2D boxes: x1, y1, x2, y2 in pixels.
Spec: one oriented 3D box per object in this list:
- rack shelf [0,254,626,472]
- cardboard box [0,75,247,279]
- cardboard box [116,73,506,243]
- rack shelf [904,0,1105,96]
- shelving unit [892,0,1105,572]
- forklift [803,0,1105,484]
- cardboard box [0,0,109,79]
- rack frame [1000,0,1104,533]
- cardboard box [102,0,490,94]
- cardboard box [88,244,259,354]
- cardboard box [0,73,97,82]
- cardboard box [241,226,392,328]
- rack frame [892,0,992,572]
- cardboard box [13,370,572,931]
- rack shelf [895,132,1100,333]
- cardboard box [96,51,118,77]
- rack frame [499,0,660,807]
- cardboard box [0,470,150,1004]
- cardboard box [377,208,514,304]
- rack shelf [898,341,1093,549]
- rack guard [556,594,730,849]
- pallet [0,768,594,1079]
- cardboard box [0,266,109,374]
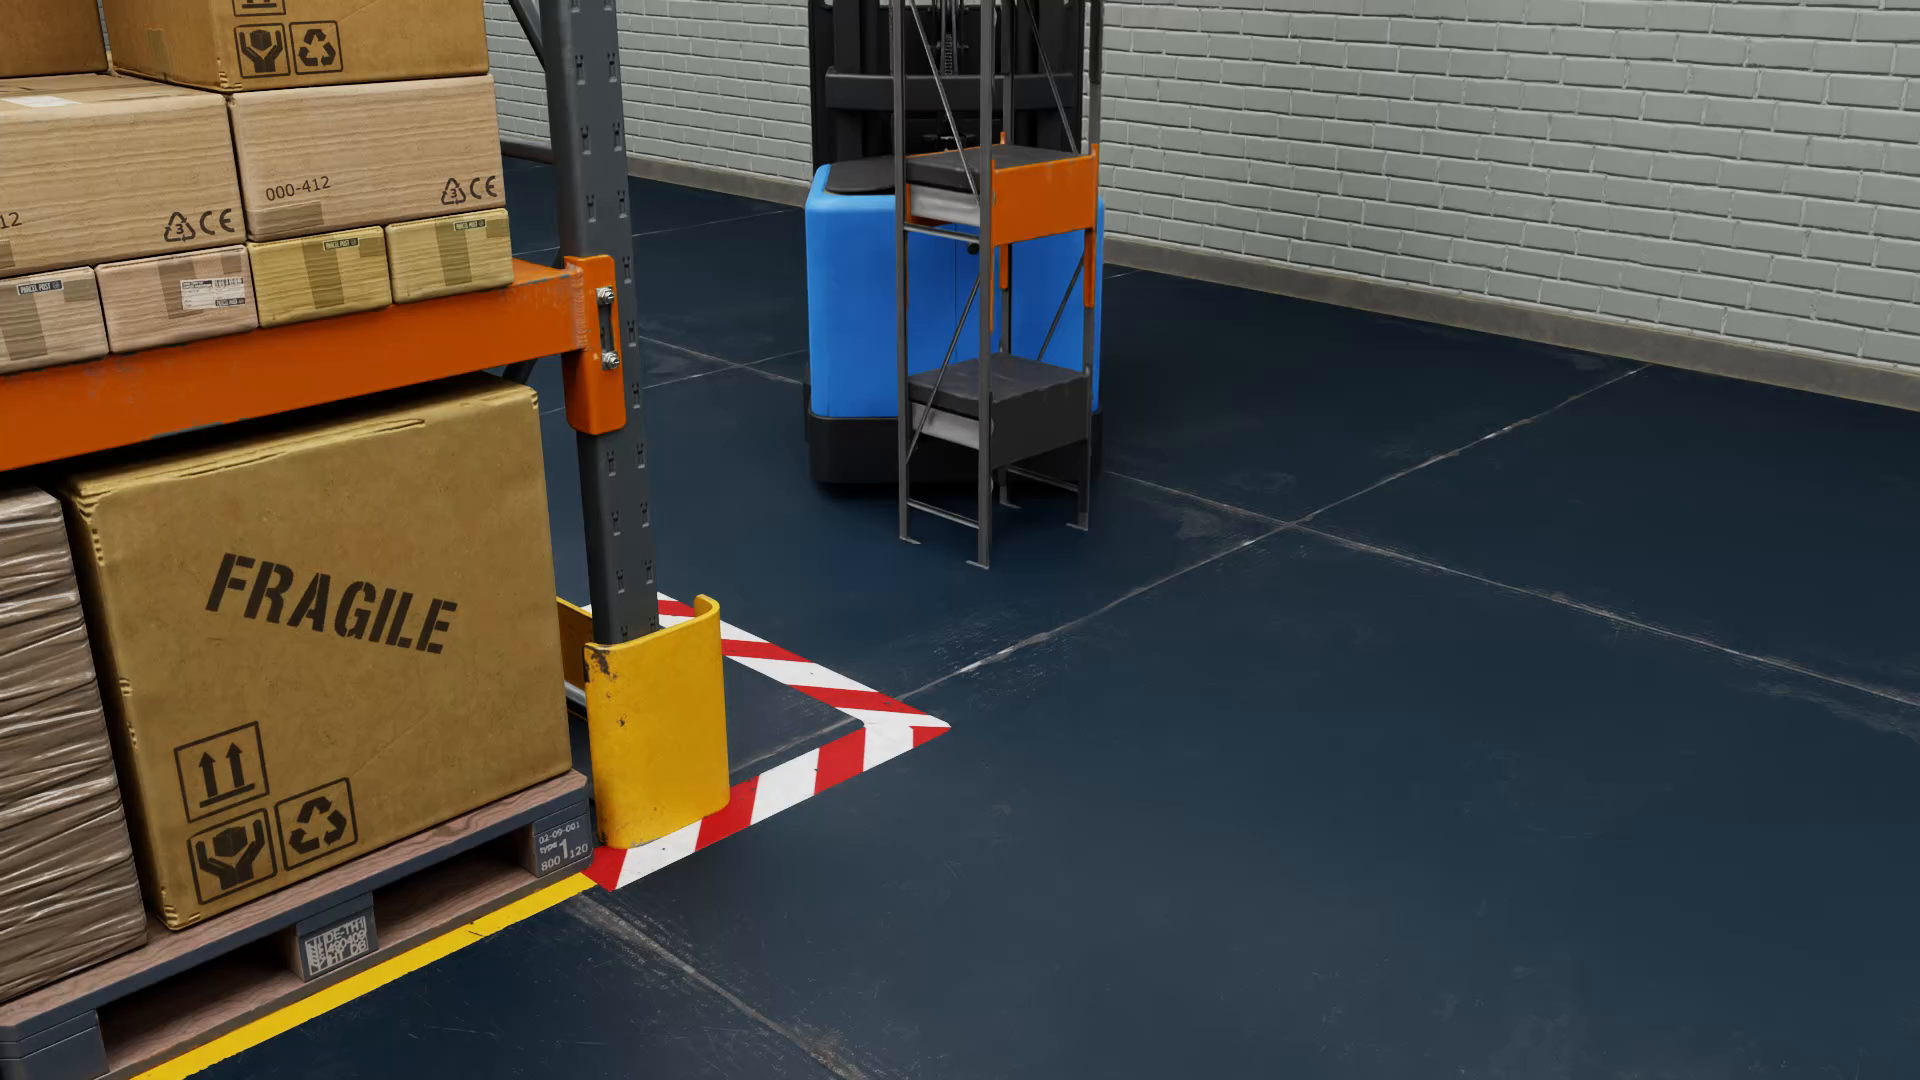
[{"bbox_3d":[-2.471,-0.026,2.464,1.077,0.370,4.000,19,28,41],"label":"rack shelf"},{"bbox_3d":[-1.578,-0.623,2.810,0.500,0.250,0.500,19,28,40],"label":"cardboard box"},{"bbox_3d":[-1.224,-0.754,3.149,0.500,0.250,0.500,19,28,40],"label":"cardboard box"},{"bbox_3d":[0.117,-1.634,4.985,0.431,0.518,0.480,19,28,41],"label":"rack shelf"},{"bbox_3d":[0.117,-0.993,5.231,0.431,2.100,0.503,19,28,41],"label":"shelving unit"},{"bbox_3d":[-0.062,-2.048,6.819,1.130,2.935,3.031,-1,21,-2],"label":"forklift"},{"bbox_3d":[-1.953,-1.110,3.032,0.500,0.500,0.500,18,28,39],"label":"cardboard box"},{"bbox_3d":[0.288,-1.055,5.394,0.400,2.100,0.015,19,28,41],"label":"rack frame"},{"bbox_3d":[-1.227,-1.104,3.014,0.500,0.500,0.500,20,29,41],"label":"cardboard box"},{"bbox_3d":[-1.445,-0.453,2.922,0.380,0.149,0.250,19,28,41],"label":"cardboard box"},{"bbox_3d":[-1.962,-0.754,3.149,0.500,0.250,0.500,19,28,40],"label":"cardboard box"},{"bbox_3d":[-1.268,-0.517,3.090,0.380,0.149,0.250,20,28,41],"label":"cardboard box"},{"bbox_3d":[-0.054,-0.931,5.069,0.400,2.100,0.015,19,28,41],"label":"rack frame"},{"bbox_3d":[-1.465,0.104,3.498,0.875,0.875,0.875,19,28,41],"label":"cardboard box"},{"bbox_3d":[0.117,-0.980,5.236,0.431,0.518,0.480,19,28,41],"label":"rack shelf"},{"bbox_3d":[-1.604,-0.889,3.501,0.500,0.250,0.500,18,28,39],"label":"cardboard box"},{"bbox_3d":[-1.076,-0.876,3.672,1.000,3.000,0.127,19,28,41],"label":"rack frame"},{"bbox_3d":[-2.100,0.338,2.889,0.875,0.875,0.875,19,28,41],"label":"cardboard box"},{"bbox_3d":[-1.088,-0.585,3.265,0.250,0.149,0.380,-20,28,-41],"label":"cardboard box"},{"bbox_3d":[0.117,-0.327,5.487,0.431,0.518,0.480,19,28,41],"label":"rack shelf"},{"bbox_3d":[-1.059,0.285,4.137,1.175,0.500,0.348,19,28,41],"label":"rack guard"},{"bbox_3d":[-1.577,0.651,3.587,1.003,0.211,1.213,19,28,41],"label":"pallet"},{"bbox_3d":[-1.620,-0.389,2.756,0.250,0.149,0.380,-20,28,-41],"label":"cardboard box"}]
